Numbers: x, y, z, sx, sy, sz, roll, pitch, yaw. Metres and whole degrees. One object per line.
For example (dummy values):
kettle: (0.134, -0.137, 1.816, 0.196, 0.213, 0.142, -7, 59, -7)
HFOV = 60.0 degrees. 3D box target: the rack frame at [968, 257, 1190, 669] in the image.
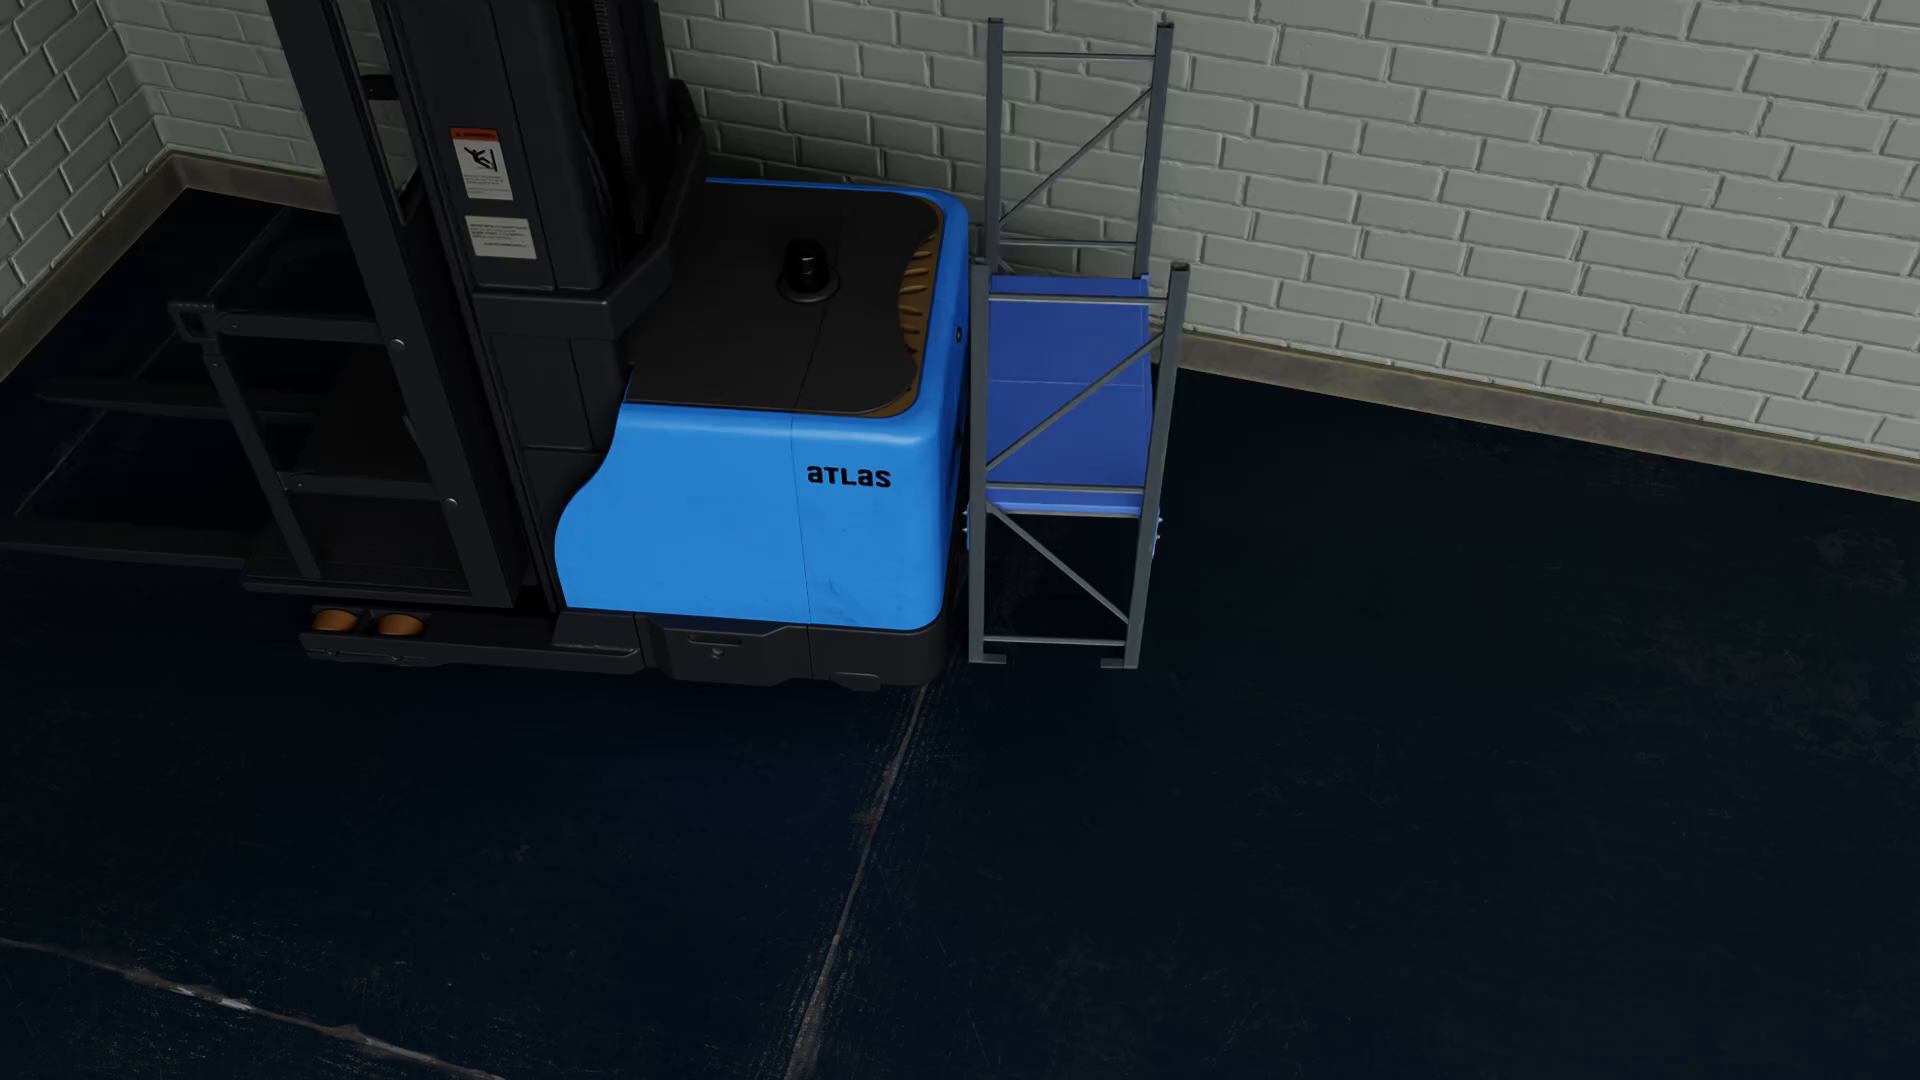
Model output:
rack frame: (0.276, -0.135, 4.369, 0.500, 1.500, 0.032, 2, 49, 2)

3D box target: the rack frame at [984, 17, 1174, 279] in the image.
rack frame: (0.325, -0.896, 5.041, 0.500, 1.500, 0.032, 2, 49, 2)

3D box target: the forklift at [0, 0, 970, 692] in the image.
forklift: (-1.510, -0.988, 4.167, 3.031, 2.935, 1.130, 4, 49, 3)

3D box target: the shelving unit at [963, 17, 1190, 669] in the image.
shelving unit: (0.300, -0.516, 4.705, 0.538, 1.500, 1.048, 2, 49, 2)

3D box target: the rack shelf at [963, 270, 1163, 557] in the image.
rack shelf: (0.300, -0.397, 4.840, 0.538, 0.185, 1.000, 2, 49, 2)
